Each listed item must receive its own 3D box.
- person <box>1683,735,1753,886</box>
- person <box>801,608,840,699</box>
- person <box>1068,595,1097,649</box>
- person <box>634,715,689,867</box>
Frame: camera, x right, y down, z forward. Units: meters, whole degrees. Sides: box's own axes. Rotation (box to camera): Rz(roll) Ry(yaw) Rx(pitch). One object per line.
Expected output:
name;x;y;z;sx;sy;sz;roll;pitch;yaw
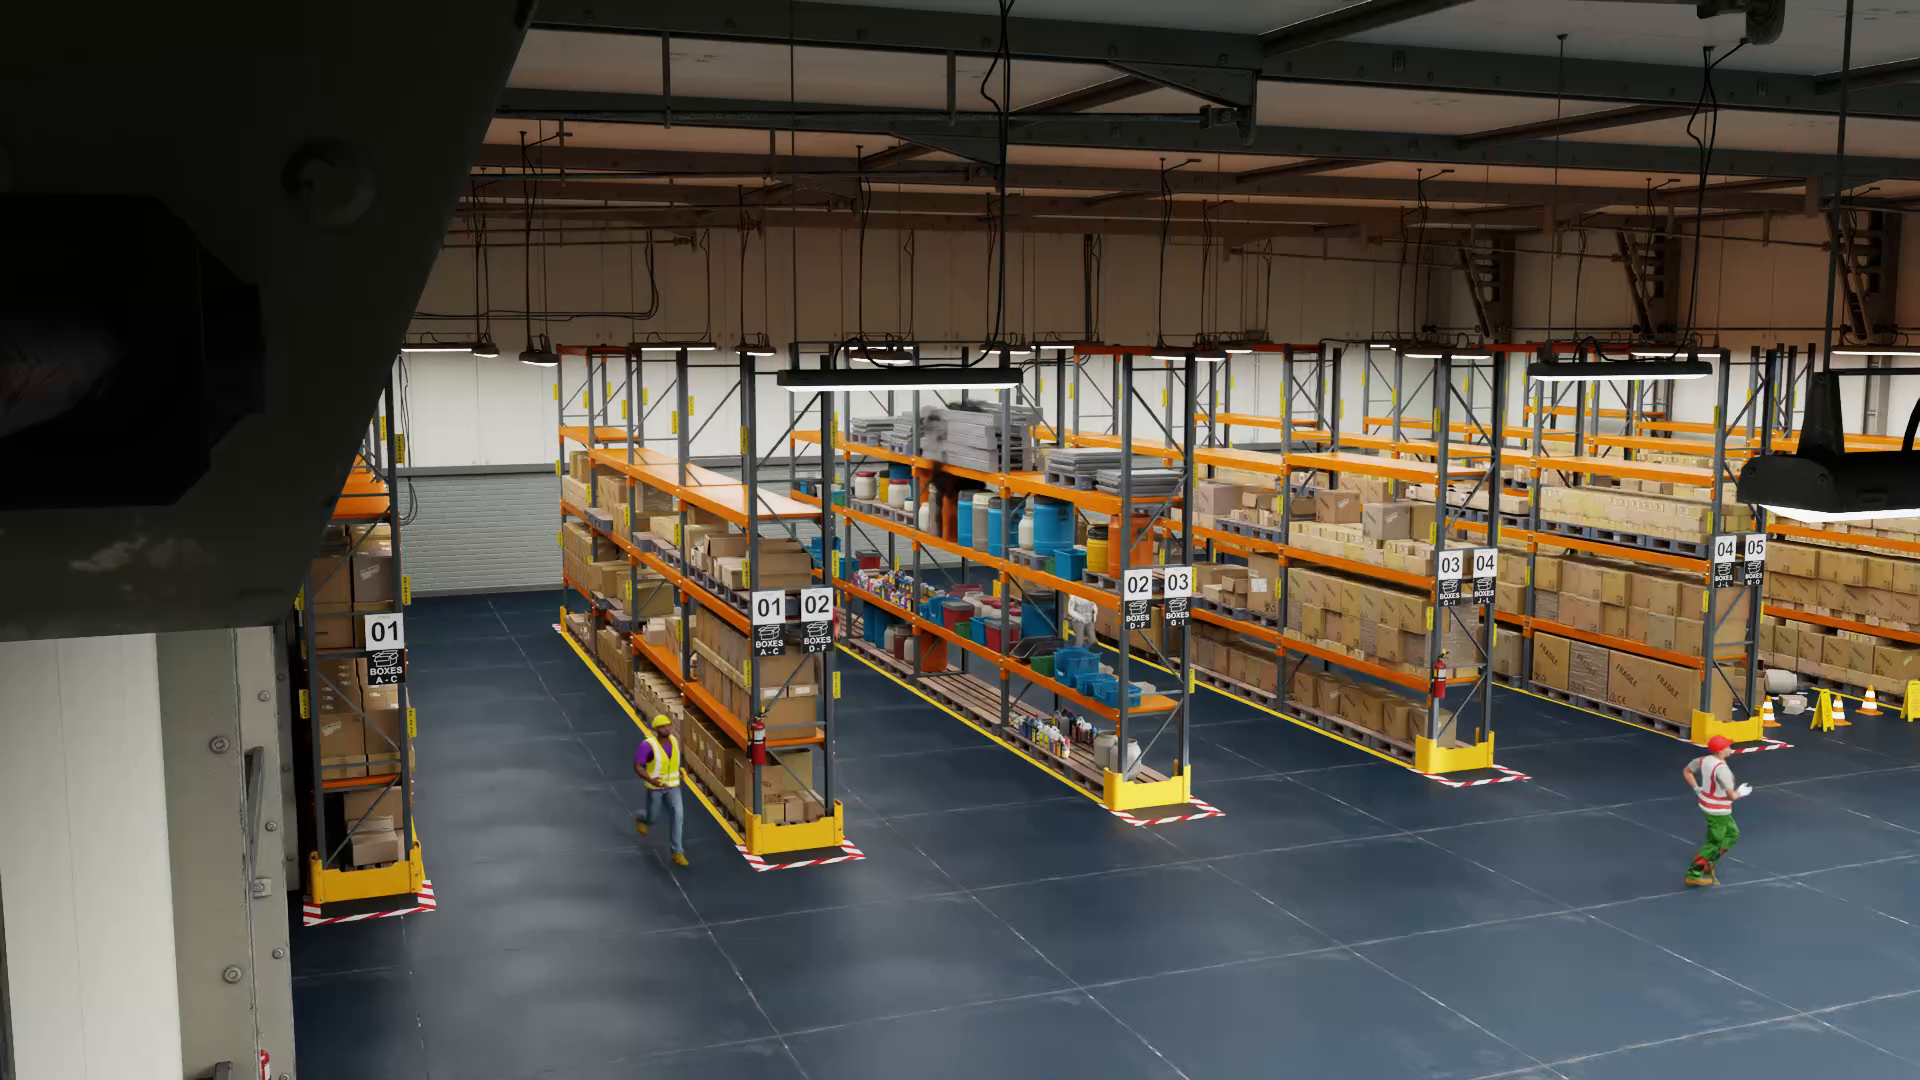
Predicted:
person;8.591;3.065;18.813;0.675;1.774;0.650;1;7;7
person;-2.251;1.750;27.275;0.671;1.758;0.689;-4;8;-28
person;2.216;1.474;29.599;0.642;1.677;0.592;-3;8;-21
person;-3.599;2.959;19.958;0.672;1.757;1.091;-5;9;-35
